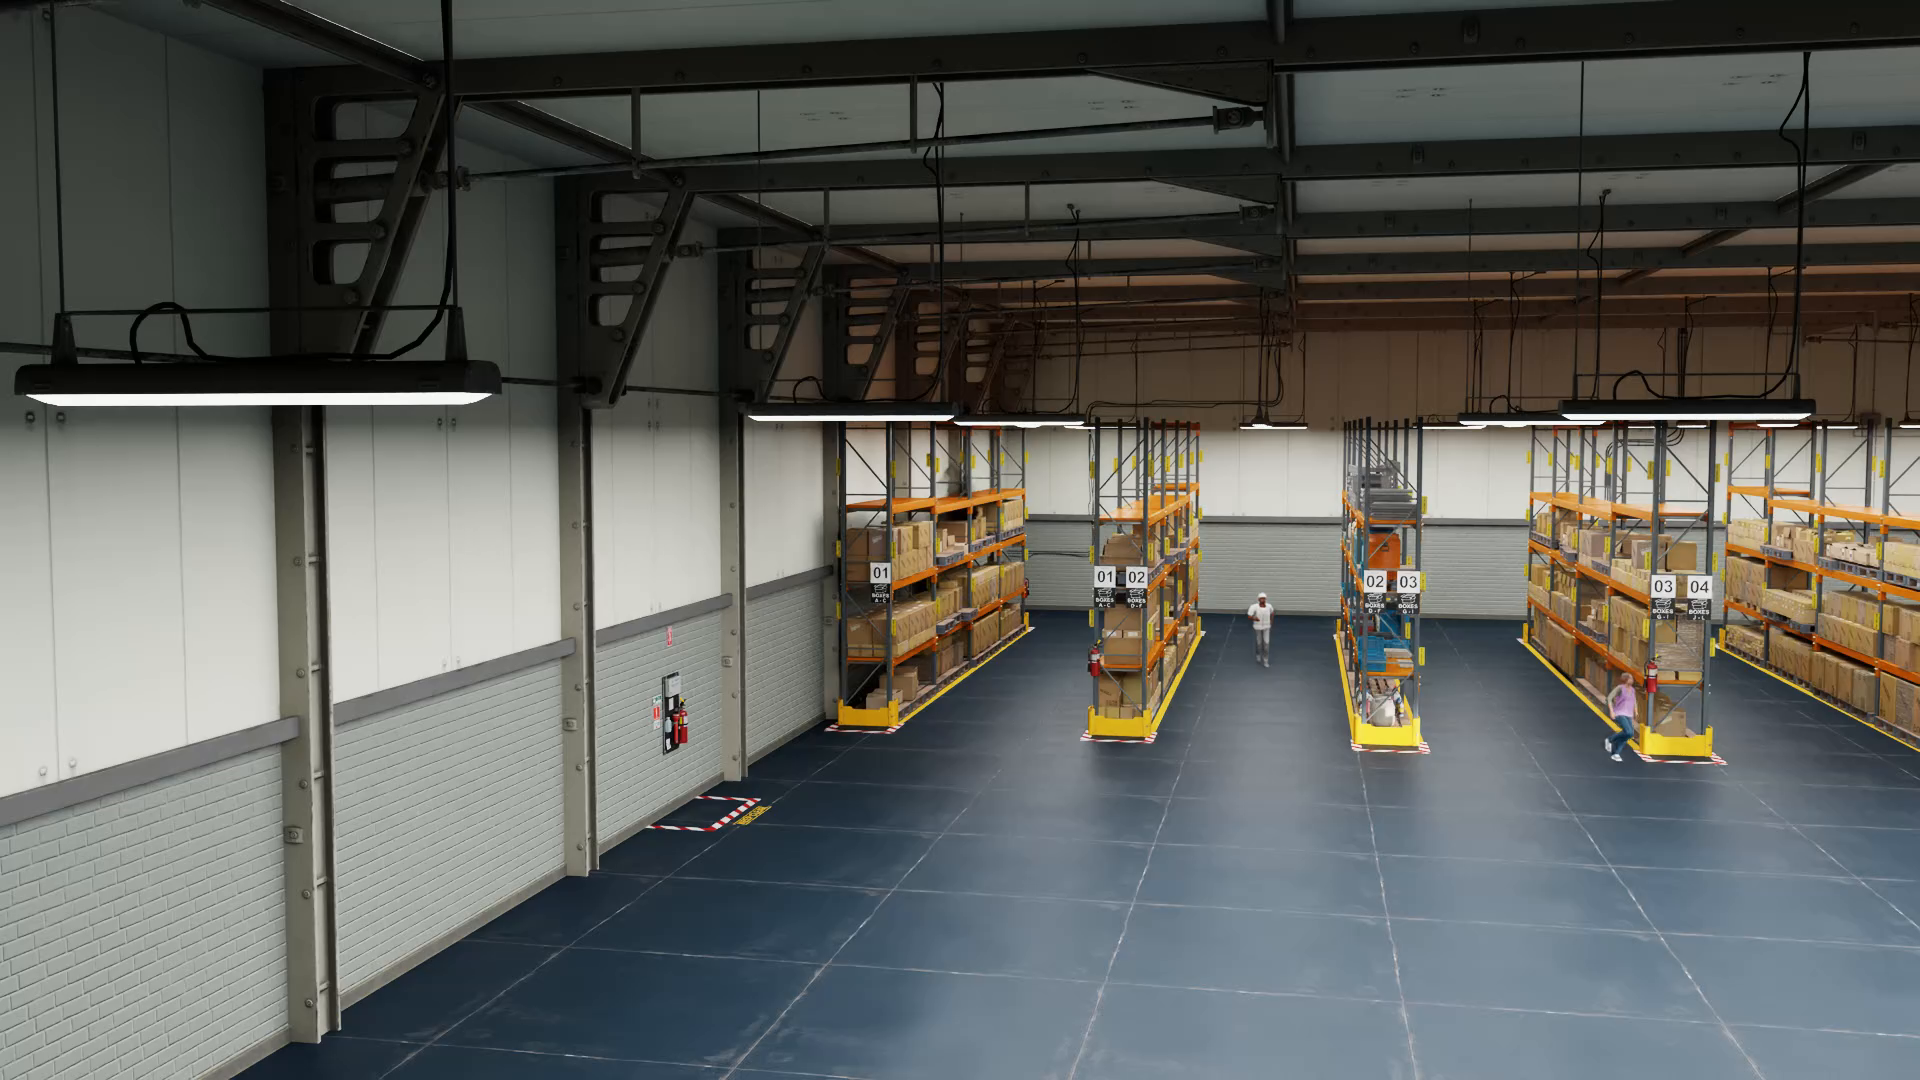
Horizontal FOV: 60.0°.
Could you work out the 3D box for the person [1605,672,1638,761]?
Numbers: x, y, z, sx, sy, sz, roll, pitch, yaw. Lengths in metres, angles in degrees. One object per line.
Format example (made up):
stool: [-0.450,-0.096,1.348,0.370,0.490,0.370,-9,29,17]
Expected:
person: [11.620,3.078,29.009,0.569,1.523,0.452,-2,4,-24]

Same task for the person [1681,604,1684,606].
person: [19.129,2.053,44.764,0.640,1.516,0.752,-2,4,-32]

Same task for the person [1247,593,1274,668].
person: [7.384,2.197,40.816,0.677,1.817,0.797,0,4,3]

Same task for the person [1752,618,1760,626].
person: [21.708,1.976,45.055,0.682,1.745,0.701,-3,5,-35]
